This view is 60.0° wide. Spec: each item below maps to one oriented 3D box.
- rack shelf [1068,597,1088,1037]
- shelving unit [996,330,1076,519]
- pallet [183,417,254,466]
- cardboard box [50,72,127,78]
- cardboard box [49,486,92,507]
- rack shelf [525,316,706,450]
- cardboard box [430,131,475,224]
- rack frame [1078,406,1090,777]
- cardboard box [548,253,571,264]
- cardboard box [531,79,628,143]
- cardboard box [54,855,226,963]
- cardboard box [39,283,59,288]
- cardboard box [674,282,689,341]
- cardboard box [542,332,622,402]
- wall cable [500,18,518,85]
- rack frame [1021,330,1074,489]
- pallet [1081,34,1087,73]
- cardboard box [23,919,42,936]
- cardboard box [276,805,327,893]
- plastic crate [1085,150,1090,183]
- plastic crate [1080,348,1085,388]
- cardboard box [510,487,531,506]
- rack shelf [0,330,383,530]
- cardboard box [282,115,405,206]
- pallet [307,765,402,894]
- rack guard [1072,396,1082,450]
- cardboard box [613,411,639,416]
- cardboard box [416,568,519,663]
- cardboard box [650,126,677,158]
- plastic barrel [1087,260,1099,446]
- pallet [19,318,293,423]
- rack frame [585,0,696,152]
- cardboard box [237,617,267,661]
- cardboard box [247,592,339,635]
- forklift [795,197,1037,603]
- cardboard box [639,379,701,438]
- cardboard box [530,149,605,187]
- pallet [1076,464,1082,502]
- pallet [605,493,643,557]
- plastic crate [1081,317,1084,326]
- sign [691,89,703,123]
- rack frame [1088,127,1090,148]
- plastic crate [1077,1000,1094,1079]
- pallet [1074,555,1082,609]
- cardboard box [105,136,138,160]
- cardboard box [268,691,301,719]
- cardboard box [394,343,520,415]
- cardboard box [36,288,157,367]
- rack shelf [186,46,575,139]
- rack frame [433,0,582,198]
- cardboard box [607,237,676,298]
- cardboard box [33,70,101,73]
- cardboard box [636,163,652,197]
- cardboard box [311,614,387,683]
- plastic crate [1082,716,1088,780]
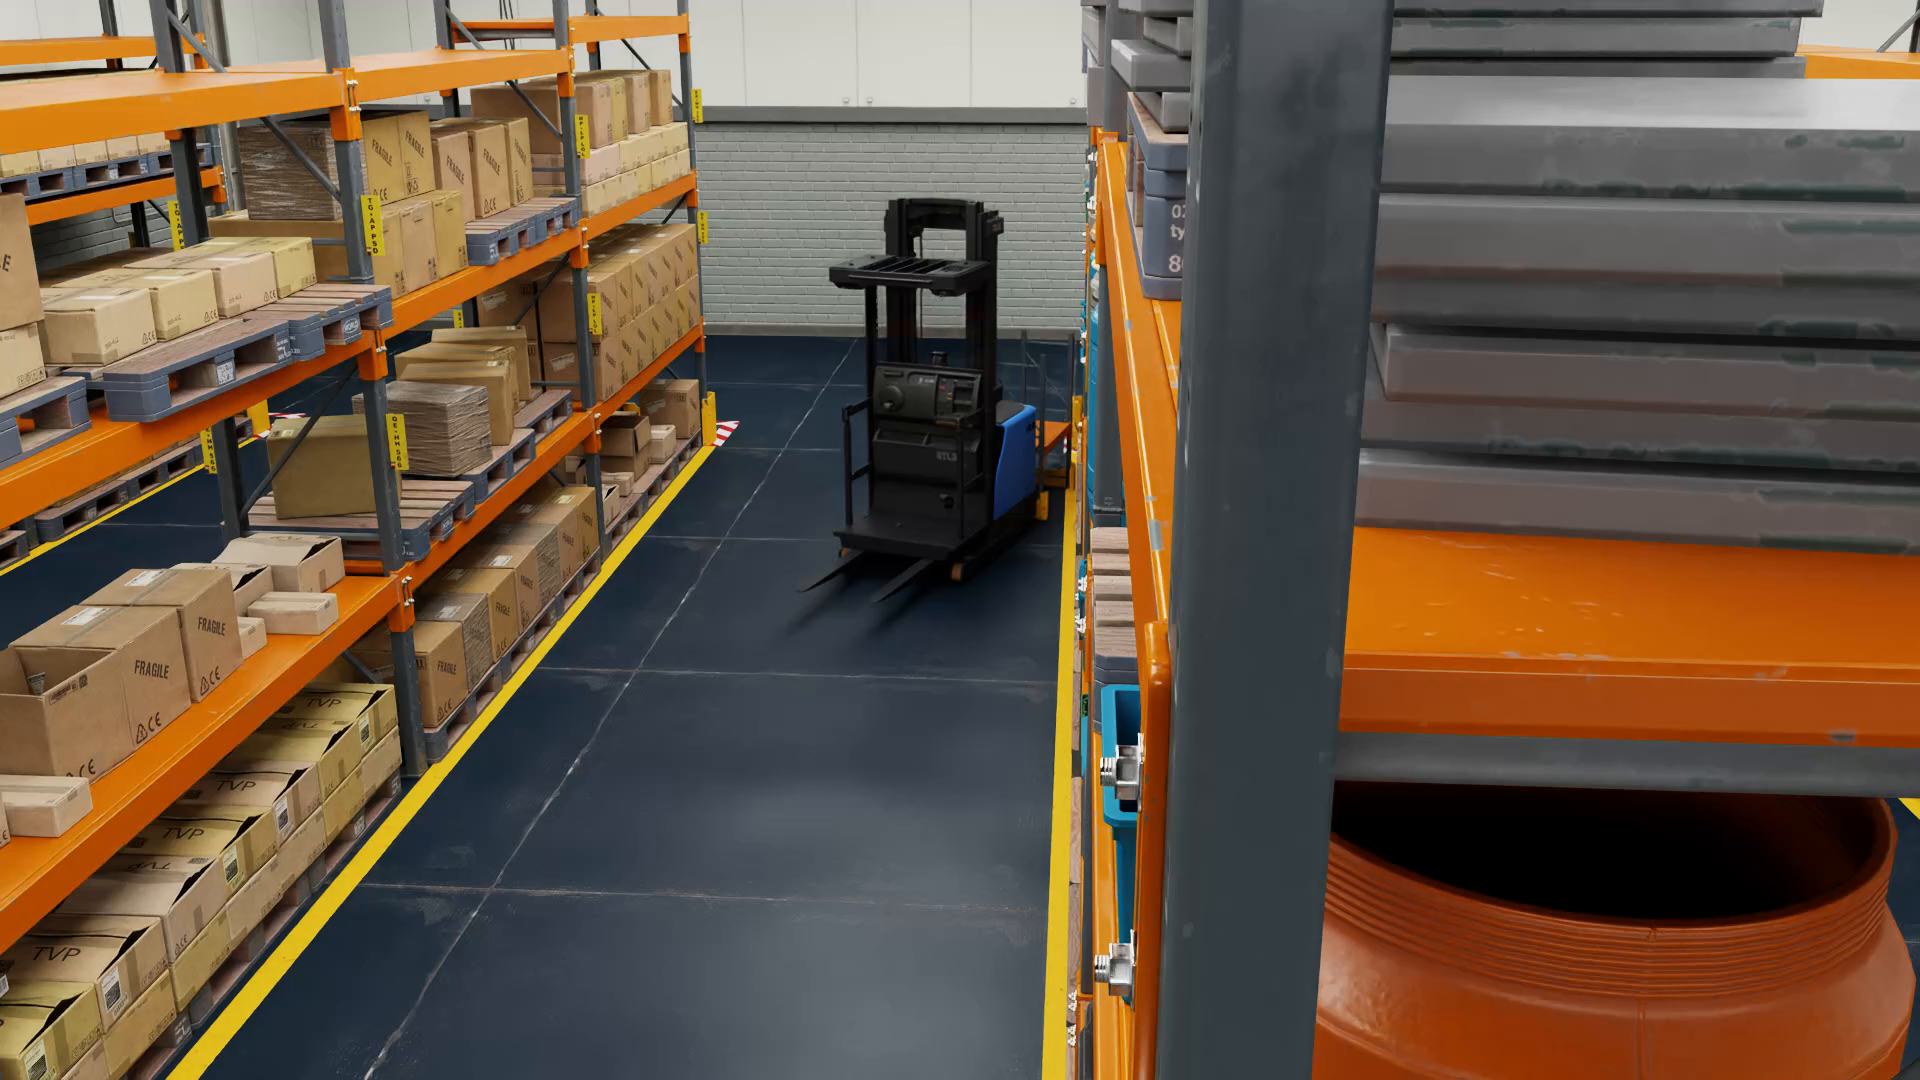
[{"bbox_3d":[1.050,1.059,7.530,1.077,0.370,4.000,1,18,4],"label":"rack shelf"},{"bbox_3d":[0.667,-1.085,15.324,0.587,1.500,1.083,6,19,17],"label":"shelving unit"},{"bbox_3d":[-8.094,-1.035,17.242,1.003,0.211,1.213,1,18,4],"label":"pallet"},{"bbox_3d":[-7.971,-4.017,15.249,0.500,0.500,0.500,0,18,1],"label":"cardboard box"},{"bbox_3d":[-8.246,-0.609,14.806,0.700,0.500,0.500,2,18,5],"label":"cardboard box"},{"bbox_3d":[-3.317,-1.538,15.454,1.077,0.370,4.000,1,18,4],"label":"rack shelf"},{"bbox_3d":[-3.663,-2.409,11.146,0.600,0.600,0.600,1,18,2],"label":"cardboard box"},{"bbox_3d":[1.193,0.096,9.314,1.000,3.000,0.127,1,18,4],"label":"rack frame"},{"bbox_3d":[-3.612,-2.260,14.735,0.500,0.500,0.500,1,18,4],"label":"cardboard box"},{"bbox_3d":[-3.257,-3.666,14.210,0.700,0.500,0.500,1,18,4],"label":"cardboard box"},{"bbox_3d":[-3.679,1.628,7.478,0.500,0.311,0.500,1,18,2],"label":"cardboard box"},{"bbox_3d":[-8.289,-1.905,14.938,0.980,0.700,0.700,1,18,3],"label":"cardboard box"},{"bbox_3d":[-2.968,-2.242,16.287,0.500,0.500,0.500,1,18,4],"label":"cardboard box"},{"bbox_3d":[-3.152,-1.458,13.895,0.500,0.500,0.500,2,18,5],"label":"cardboard box"},{"bbox_3d":[-7.353,-5.734,22.457,3.097,2.526,0.112,1,18,4],"label":"wall cable"},{"bbox_3d":[0.819,-1.233,15.776,0.500,1.500,0.032,6,19,17],"label":"rack frame"},{"bbox_3d":[1.276,-2.699,9.153,1.213,0.211,1.003,1,18,4],"label":"pallet"},{"bbox_3d":[-4.260,1.773,7.036,0.500,0.311,0.500,2,18,5],"label":"cardboard box"},{"bbox_3d":[-3.614,1.576,8.537,0.500,0.250,0.500,2,18,5],"label":"cardboard box"},{"bbox_3d":[1.383,-3.316,15.010,0.504,0.338,0.767,1,18,4],"label":"plastic crate"},{"bbox_3d":[1.173,-1.320,13.564,0.392,0.384,0.575,1,18,4],"label":"plastic crate"},{"bbox_3d":[-3.738,-0.135,13.325,0.500,0.500,0.500,0,18,1],"label":"cardboard box"},{"bbox_3d":[-3.891,-0.478,7.404,1.077,0.370,4.000,1,18,4],"label":"rack shelf"},{"bbox_3d":[-3.673,-2.258,9.913,0.500,0.500,0.500,1,18,4],"label":"cardboard box"},{"bbox_3d":[-3.845,1.564,9.311,1.003,0.211,1.213,1,18,4],"label":"pallet"},{"bbox_3d":[1.755,-1.209,17.309,1.175,0.500,0.348,1,18,4],"label":"rack guard"},{"bbox_3d":[-3.547,-1.233,17.239,0.380,0.149,0.250,1,18,4],"label":"cardboard box"},{"bbox_3d":[-3.357,0.509,11.359,0.500,0.500,0.500,1,18,3],"label":"cardboard box"},{"bbox_3d":[-2.992,-3.772,15.738,0.500,0.250,0.500,1,18,4],"label":"cardboard box"},{"bbox_3d":[0.773,-0.692,6.094,0.600,0.901,0.600,0,18,0],"label":"plastic barrel"},{"bbox_3d":[-3.784,-0.792,7.507,1.003,0.211,1.213,2,18,6],"label":"pallet"},{"bbox_3d":[-3.174,-5.352,16.303,1.000,3.000,0.127,1,18,4],"label":"rack frame"},{"bbox_3d":[-3.782,0.501,8.481,0.380,0.149,0.250,3,18,8],"label":"cardboard box"},{"bbox_3d":[-3.536,0.389,8.822,0.380,0.149,0.250,1,18,4],"label":"cardboard box"},{"bbox_3d":[-0.352,-1.195,13.362,1.130,2.935,3.031,7,20,21],"label":"forklift"},{"bbox_3d":[-2.967,-1.347,17.026,0.500,0.500,0.500,1,18,4],"label":"cardboard box"},{"bbox_3d":[-3.178,-2.996,13.368,0.500,0.250,0.500,1,18,4],"label":"cardboard box"},{"bbox_3d":[1.579,-0.431,15.398,1.003,0.211,1.213,1,18,4],"label":"pallet"},{"bbox_3d":[-3.410,-0.146,14.531,1.003,0.211,1.213,1,18,4],"label":"pallet"},{"bbox_3d":[1.315,-2.125,16.418,0.250,0.136,0.298,1,18,4],"label":"plastic crate"},{"bbox_3d":[-2.622,-4.328,16.576,0.100,0.325,0.005,1,18,4],"label":"sign"},{"bbox_3d":[1.767,-5.240,15.962,1.000,3.000,0.127,1,18,4],"label":"rack frame"},{"bbox_3d":[0.742,1.527,5.044,0.767,0.338,0.504,1,18,4],"label":"plastic crate"},{"bbox_3d":[1.383,0.417,12.811,1.003,0.211,1.213,1,18,4],"label":"pallet"},{"bbox_3d":[-7.971,-3.654,15.347,0.500,0.250,0.500,1,18,2],"label":"cardboard box"},{"bbox_3d":[-4.078,0.981,9.454,0.500,0.311,0.500,2,18,6],"label":"cardboard box"},{"bbox_3d":[-3.704,-1.148,12.275,0.700,0.500,0.500,4,19,13],"label":"cardboard box"},{"bbox_3d":[-3.836,-0.920,7.162,0.500,0.250,0.500,0,18,-1],"label":"cardboard box"},{"bbox_3d":[-3.604,-2.956,10.790,1.077,0.370,4.000,1,18,4],"label":"rack shelf"},{"bbox_3d":[-3.461,-4.109,12.512,1.000,3.000,0.127,1,18,4],"label":"rack frame"},{"bbox_3d":[-2.999,-2.561,15.655,0.500,0.500,0.500,2,18,5],"label":"cardboard box"},{"bbox_3d":[-8.454,-4.182,15.754,0.500,0.500,0.500,1,18,3],"label":"cardboard box"},{"bbox_3d":[-3.069,-3.224,14.868,0.500,0.250,0.500,1,18,4],"label":"cardboard box"},{"bbox_3d":[-3.914,0.667,10.878,0.500,0.500,0.500,2,18,6],"label":"cardboard box"},{"bbox_3d":[0.675,0.996,6.592,0.392,0.384,0.575,1,18,4],"label":"plastic crate"}]
